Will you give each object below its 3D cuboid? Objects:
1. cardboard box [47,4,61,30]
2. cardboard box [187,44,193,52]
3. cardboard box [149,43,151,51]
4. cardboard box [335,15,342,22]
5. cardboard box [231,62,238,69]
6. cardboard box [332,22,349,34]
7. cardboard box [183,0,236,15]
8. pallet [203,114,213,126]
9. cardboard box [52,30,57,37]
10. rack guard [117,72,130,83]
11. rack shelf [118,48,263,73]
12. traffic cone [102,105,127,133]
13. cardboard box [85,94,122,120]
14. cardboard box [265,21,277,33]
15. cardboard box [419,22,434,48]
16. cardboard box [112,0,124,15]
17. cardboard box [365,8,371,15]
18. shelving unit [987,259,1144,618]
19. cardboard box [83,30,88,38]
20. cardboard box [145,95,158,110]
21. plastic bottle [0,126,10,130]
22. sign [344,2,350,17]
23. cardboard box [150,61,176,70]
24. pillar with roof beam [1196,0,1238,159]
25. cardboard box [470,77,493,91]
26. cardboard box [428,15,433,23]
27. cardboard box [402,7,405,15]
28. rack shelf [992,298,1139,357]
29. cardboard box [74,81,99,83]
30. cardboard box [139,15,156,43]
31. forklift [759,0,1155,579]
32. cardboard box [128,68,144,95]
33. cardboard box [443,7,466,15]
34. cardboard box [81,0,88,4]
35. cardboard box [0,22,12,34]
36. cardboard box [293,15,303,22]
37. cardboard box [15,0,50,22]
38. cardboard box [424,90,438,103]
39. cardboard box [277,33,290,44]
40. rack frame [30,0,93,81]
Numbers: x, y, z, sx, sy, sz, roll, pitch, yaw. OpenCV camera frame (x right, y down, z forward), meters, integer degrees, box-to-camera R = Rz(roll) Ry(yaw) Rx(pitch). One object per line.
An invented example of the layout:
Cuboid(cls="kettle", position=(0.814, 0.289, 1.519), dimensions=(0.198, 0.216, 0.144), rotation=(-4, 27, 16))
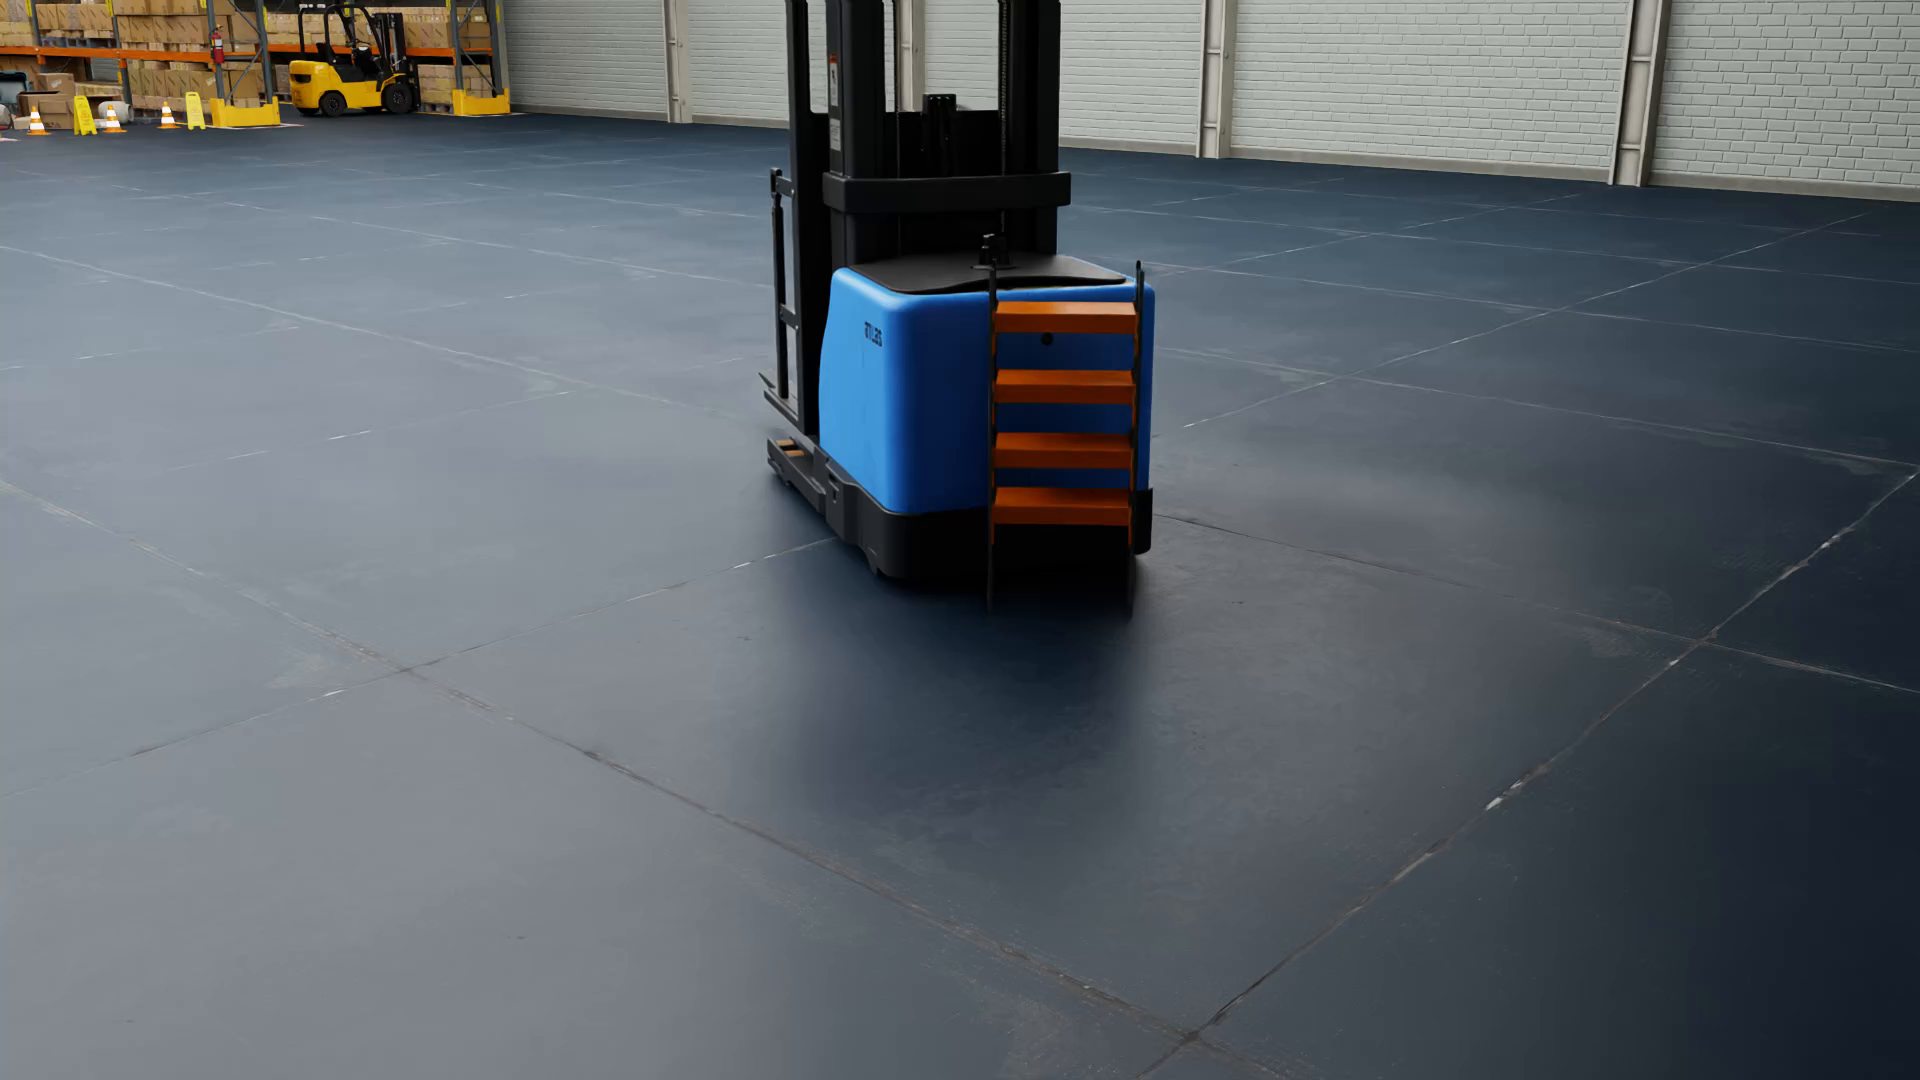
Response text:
Cuboid(cls="cardboard box", position=(-18.579, -10.863, 34.530), dimensions=(0.500, 0.500, 0.500), rotation=(17, 24, 42))
Cuboid(cls="cardboard box", position=(-14.035, -9.102, 30.747), dimensions=(0.250, 0.149, 0.380), rotation=(15, 23, 38))
Cuboid(cls="cardboard box", position=(-15.318, -9.471, 31.911), dimensions=(0.250, 0.149, 0.380), rotation=(15, 23, 39))
Cuboid(cls="cardboard box", position=(-13.481, -11.462, 36.533), dimensions=(0.250, 0.149, 0.380), rotation=(15, 23, 38))
Cuboid(cls="cardboard box", position=(-17.375, -11.475, 40.176), dimensions=(0.250, 0.149, 0.380), rotation=(14, 22, 37))
Cuboid(cls="cardboard box", position=(-13.410, -11.247, 36.514), dimensions=(0.500, 0.250, 0.500), rotation=(14, 23, 38))
Cuboid(cls="cardboard box", position=(-13.700, -9.832, 30.323), dimensions=(0.500, 0.500, 0.700), rotation=(14, 23, 38))
Cuboid(cls="pallet", position=(-13.814, -7.970, 31.376), dimensions=(1.213, 0.211, 1.003), rotation=(15, 23, 39))
Cuboid(cls="cardboard box", position=(-18.674, -10.562, 34.656), dimensions=(0.250, 0.149, 0.380), rotation=(13, 22, 36))
Cuboid(cls="rack guard", position=(-21.791, -12.242, 44.360), dimensions=(0.348, 0.500, 1.175), rotation=(15, 23, 39))
Cuboid(cls="rack shelf", position=(-14.669, -9.171, 31.741), dimensions=(4.000, 0.370, 1.077), rotation=(15, 23, 39))
Cuboid(cls="traffic cone", position=(-14.833, -7.379, 29.096), dimensions=(0.334, 0.463, 0.336), rotation=(15, 23, 39))
Cuboid(cls="cardboard box", position=(-16.267, -8.203, 31.627), dimensions=(0.500, 0.500, 0.500), rotation=(-3, 18, -8))
Cuboid(cls="cardboard box", position=(-15.711, -11.859, 38.443), dimensions=(0.500, 0.250, 0.500), rotation=(15, 23, 39))
Cuboid(cls="cardboard box", position=(-10.805, -10.430, 34.352), dimensions=(0.500, 0.500, 0.500), rotation=(16, 24, 41))
Cuboid(cls="cardboard box", position=(-15.980, -10.444, 32.253), dimensions=(0.500, 0.500, 0.700), rotation=(15, 23, 39))
Cuboid(cls="cardboard box", position=(-12.564, -11.379, 35.778), dimensions=(0.250, 0.149, 0.380), rotation=(15, 23, 40))
Cuboid(cls="shelving unit", position=(0.353, -0.342, 5.704), dimensions=(0.503, 1.200, 0.258), rotation=(1, 18, 3))
Cuboid(cls="cardboard box", position=(-17.486, -10.245, 33.656), dimensions=(0.250, 0.149, 0.380), rotation=(15, 23, 39))
Cuboid(cls="cardboard box", position=(-15.496, -8.521, 32.354), dimensions=(0.500, 0.250, 0.500), rotation=(17, 24, 42))
Cuboid(cls="plastic bottle", position=(-17.084, -7.335, 29.624), dimensions=(0.133, 0.061, 0.283), rotation=(7, 19, 21))
Cuboid(cls="sign", position=(-13.226, -11.429, 35.882), dimensions=(0.005, 0.325, 0.100), rotation=(15, 23, 39))
Cuboid(cls="cardboard box", position=(-15.260, -9.098, 31.858), dimensions=(0.250, 0.149, 0.380), rotation=(17, 24, 42))
Cuboid(cls="pillar with roof beam", position=(0.802, -8.851, 19.626), dimensions=(0.400, 9.000, 9.100), rotation=(15, 23, 39))
Cuboid(cls="cardboard box", position=(-10.095, -9.506, 34.630), dimensions=(0.500, 0.250, 0.500), rotation=(16, 23, 40))
Cuboid(cls="cardboard box", position=(-10.691, -10.710, 34.162), dimensions=(0.250, 0.149, 0.380), rotation=(16, 23, 40))
Cuboid(cls="cardboard box", position=(-11.440, -11.066, 34.792), dimensions=(0.250, 0.149, 0.380), rotation=(15, 23, 40))
Cuboid(cls="rack shelf", position=(0.353, -0.716, 5.586), dimensions=(0.480, 0.148, 0.258), rotation=(1, 18, 3))
Cuboid(cls="cardboard box", position=(-18.741, -9.551, 35.397), dimensions=(0.625, 0.372, 0.950), rotation=(13, 22, 36))
Cuboid(cls="cardboard box", position=(-15.263, -9.755, 31.732), dimensions=(0.500, 0.500, 0.500), rotation=(15, 23, 39))
Cuboid(cls="forklift", position=(-0.235, -1.665, 7.012), dimensions=(1.130, 2.935, 3.031), rotation=(-6, 19, -18))
Cuboid(cls="cardboard box", position=(-15.903, -8.983, 32.571), dimensions=(0.500, 0.500, 0.500), rotation=(16, 24, 42))
Cuboid(cls="cardboard box", position=(-10.289, -10.759, 33.826), dimensions=(0.250, 0.149, 0.380), rotation=(15, 23, 39))
Cuboid(cls="cardboard box", position=(-17.405, -10.841, 33.390), dimensions=(0.250, 0.149, 0.380), rotation=(14, 22, 37))
Cuboid(cls="cardboard box", position=(-20.470, -11.126, 36.131), dimensions=(0.500, 0.250, 0.500), rotation=(14, 23, 38))
Cuboid(cls="cardboard box", position=(-14.849, -11.812, 37.635), dimensions=(0.250, 0.149, 0.380), rotation=(16, 23, 40))
Cuboid(cls="cardboard box", position=(-19.717, -11.288, 35.402), dimensions=(0.500, 0.500, 0.500), rotation=(14, 23, 38))
Cuboid(cls="cardboard box", position=(-10.808, -9.251, 34.653), dimensions=(0.500, 0.250, 0.500), rotation=(15, 23, 39))
Cuboid(cls="cardboard box", position=(-15.322, -11.525, 38.215), dimensions=(0.500, 0.250, 0.500), rotation=(14, 23, 38))
Cuboid(cls="rack frame", position=(-19.157, -10.719, 35.428), dimensions=(0.127, 3.000, 1.000), rotation=(15, 23, 39))
